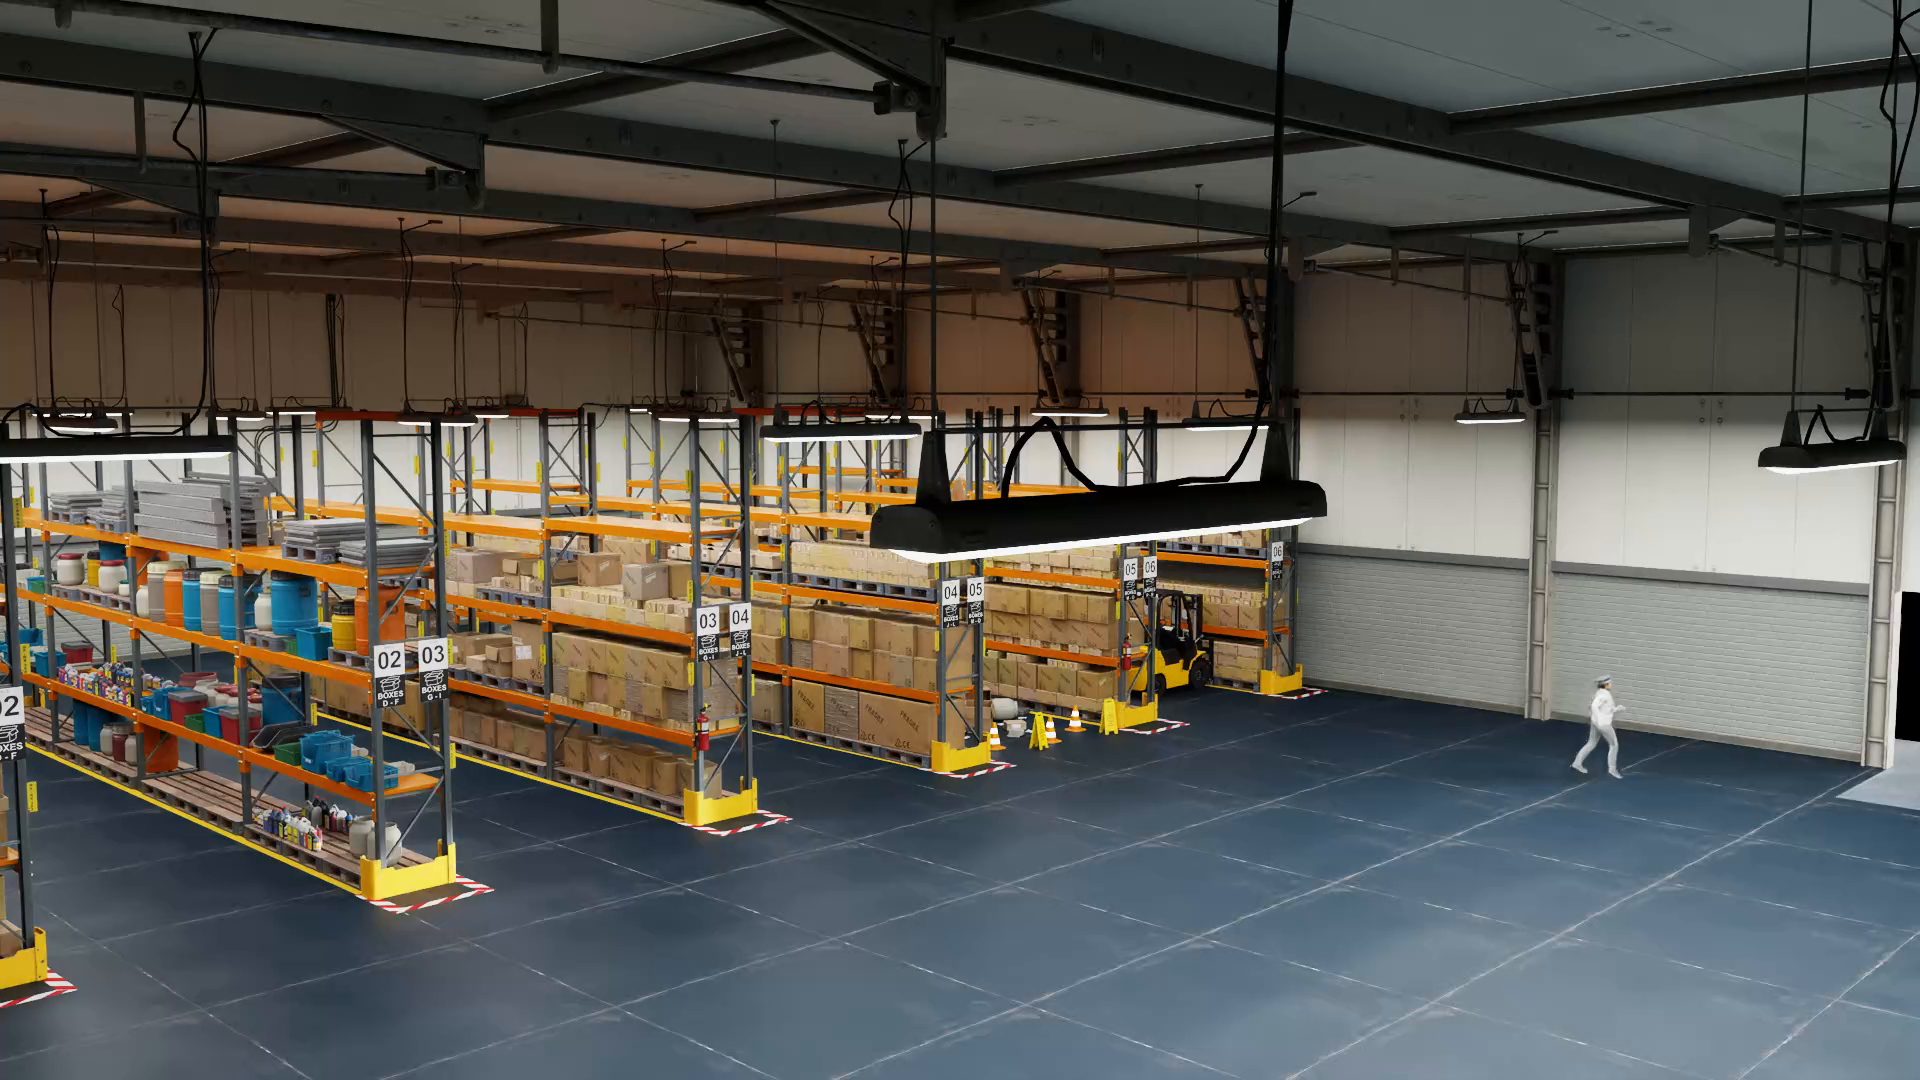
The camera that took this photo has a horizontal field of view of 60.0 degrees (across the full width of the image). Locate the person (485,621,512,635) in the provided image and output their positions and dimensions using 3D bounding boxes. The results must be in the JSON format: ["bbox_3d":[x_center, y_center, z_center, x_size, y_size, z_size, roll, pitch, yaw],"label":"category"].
[{"bbox_3d":[-11.342,1.846,40.731,0.666,1.751,0.788,5,7,42],"label":"person"}]

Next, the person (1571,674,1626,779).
[{"bbox_3d":[10.511,3.063,27.298,0.832,1.739,0.580,0,5,1],"label":"person"}]
